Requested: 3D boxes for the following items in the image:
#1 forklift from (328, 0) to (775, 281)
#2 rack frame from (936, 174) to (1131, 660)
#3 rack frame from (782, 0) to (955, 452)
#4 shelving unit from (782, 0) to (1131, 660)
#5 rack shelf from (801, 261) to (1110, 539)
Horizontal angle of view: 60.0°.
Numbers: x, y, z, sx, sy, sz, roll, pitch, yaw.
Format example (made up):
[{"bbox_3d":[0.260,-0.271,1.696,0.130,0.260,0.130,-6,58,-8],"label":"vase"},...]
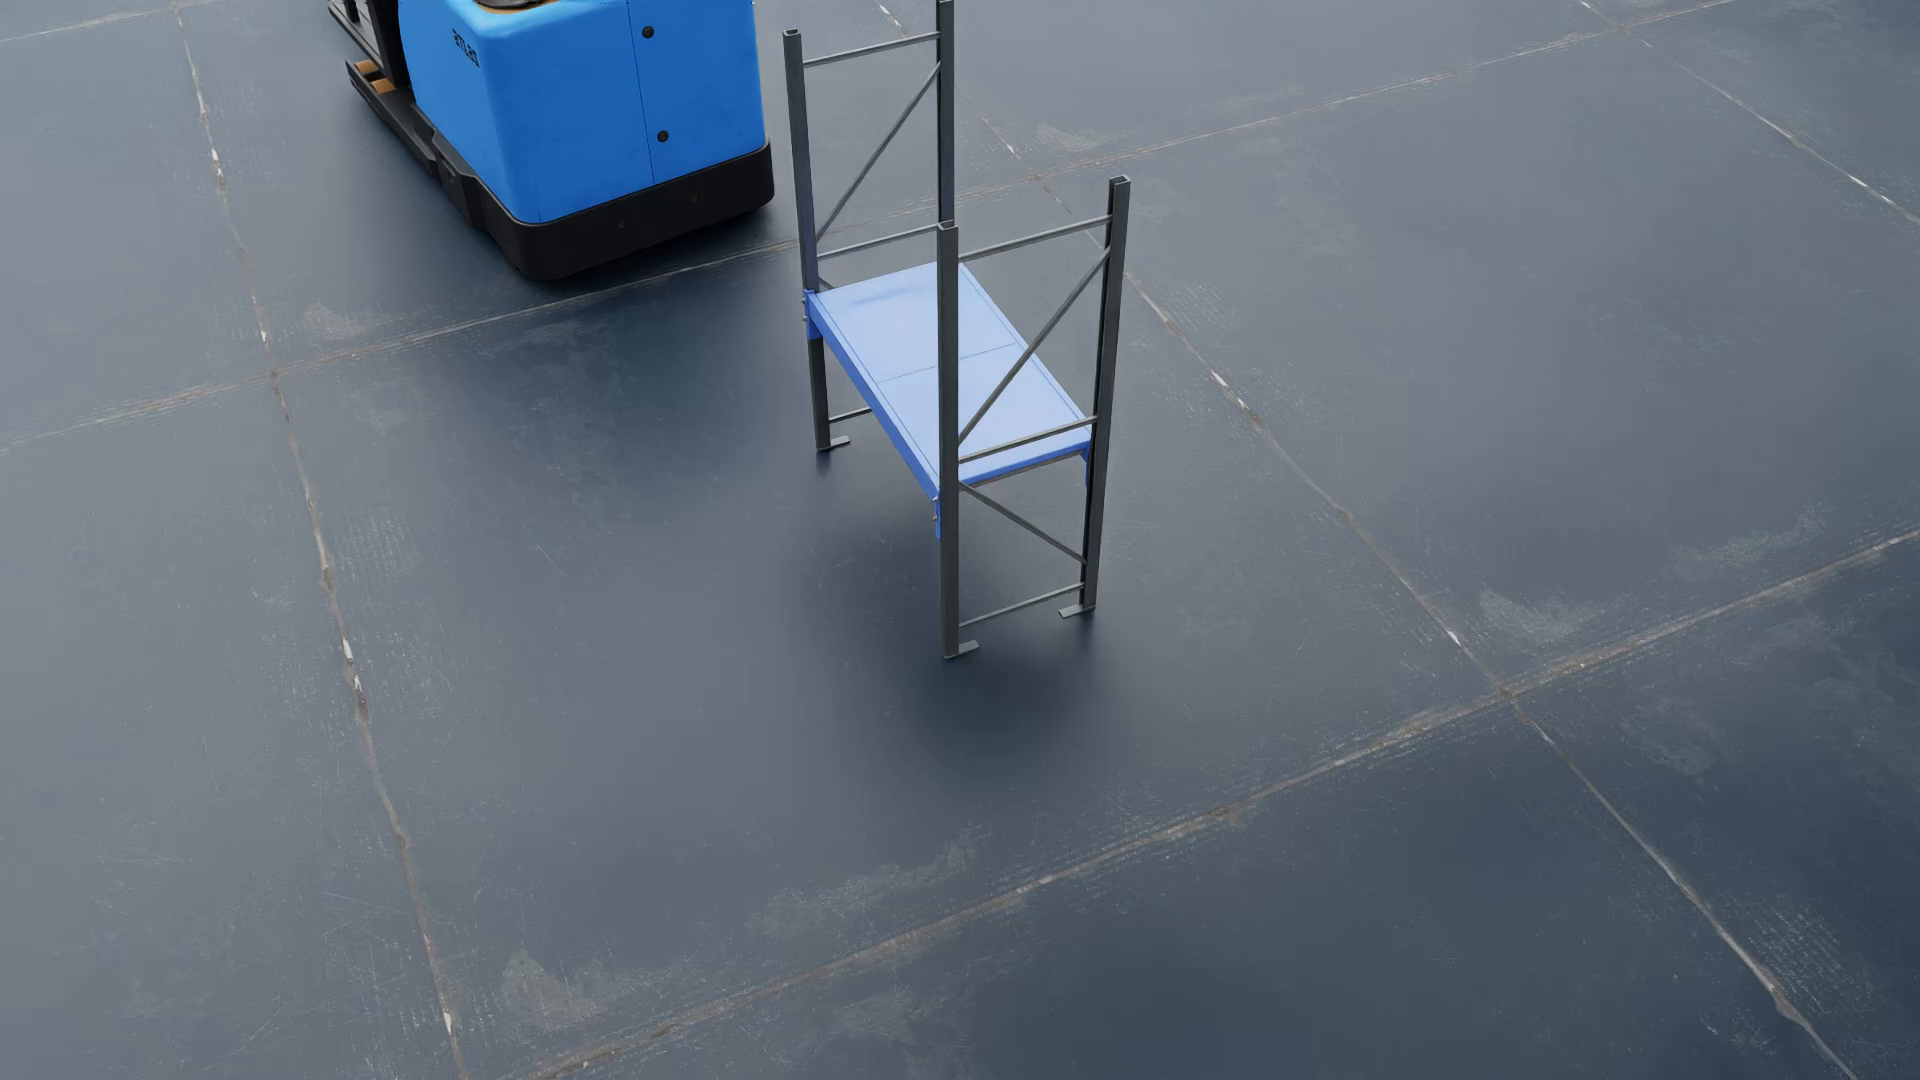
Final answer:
[{"bbox_3d":[-1.970,-3.001,6.205,1.130,2.935,3.031,-26,50,-24],"label":"forklift"},{"bbox_3d":[0.178,-0.264,4.450,0.500,1.500,0.032,-18,47,-17],"label":"rack frame"},{"bbox_3d":[-0.250,-0.912,5.107,0.500,1.500,0.032,-18,47,-17],"label":"rack frame"},{"bbox_3d":[-0.036,-0.588,4.778,0.538,1.500,1.048,-18,47,-17],"label":"shelving unit"},{"bbox_3d":[-0.036,-0.460,4.905,0.538,0.185,1.000,-18,47,-17],"label":"rack shelf"}]
